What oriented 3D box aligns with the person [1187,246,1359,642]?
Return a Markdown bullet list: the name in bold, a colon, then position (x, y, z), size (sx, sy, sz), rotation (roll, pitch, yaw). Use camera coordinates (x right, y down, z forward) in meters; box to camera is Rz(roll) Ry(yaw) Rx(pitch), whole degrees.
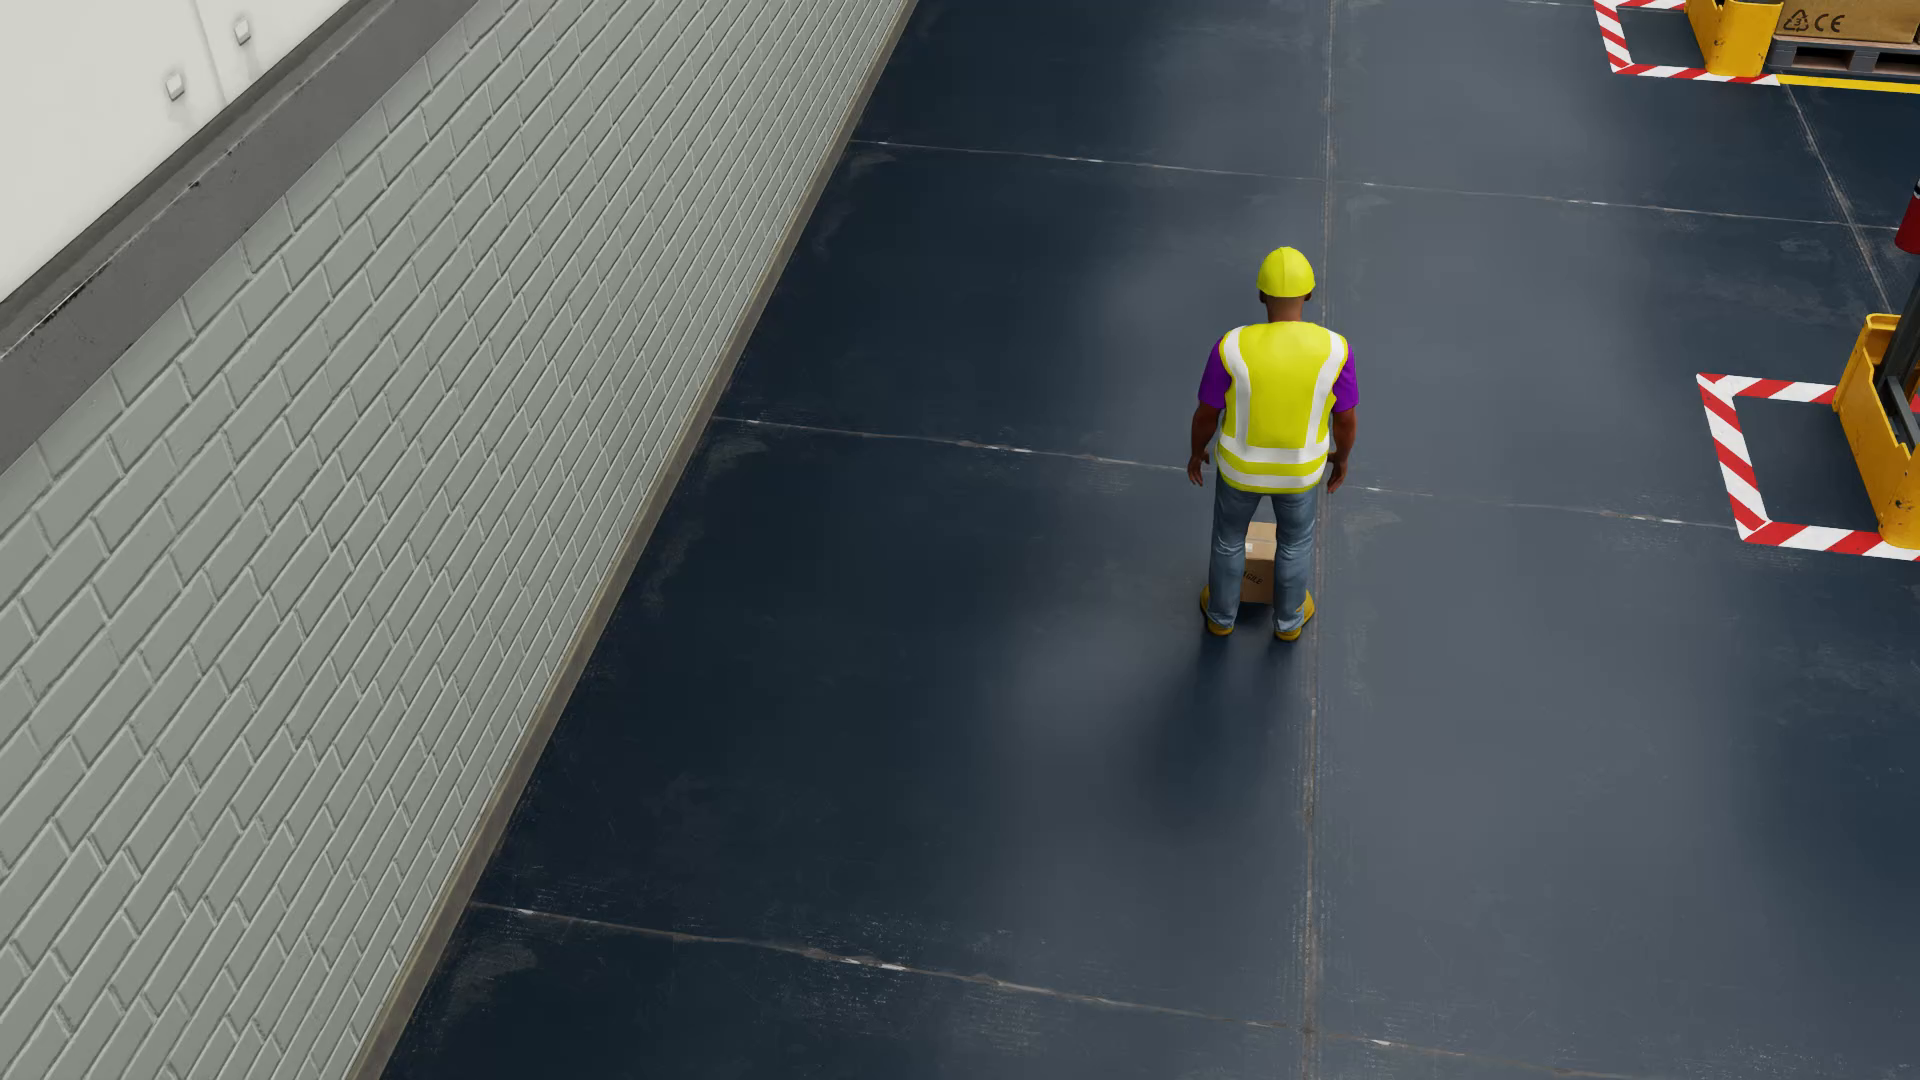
- **person**: position (1.214, -0.332, 6.536), size (0.632, 1.759, 0.461), rotation (4, 40, 5)
